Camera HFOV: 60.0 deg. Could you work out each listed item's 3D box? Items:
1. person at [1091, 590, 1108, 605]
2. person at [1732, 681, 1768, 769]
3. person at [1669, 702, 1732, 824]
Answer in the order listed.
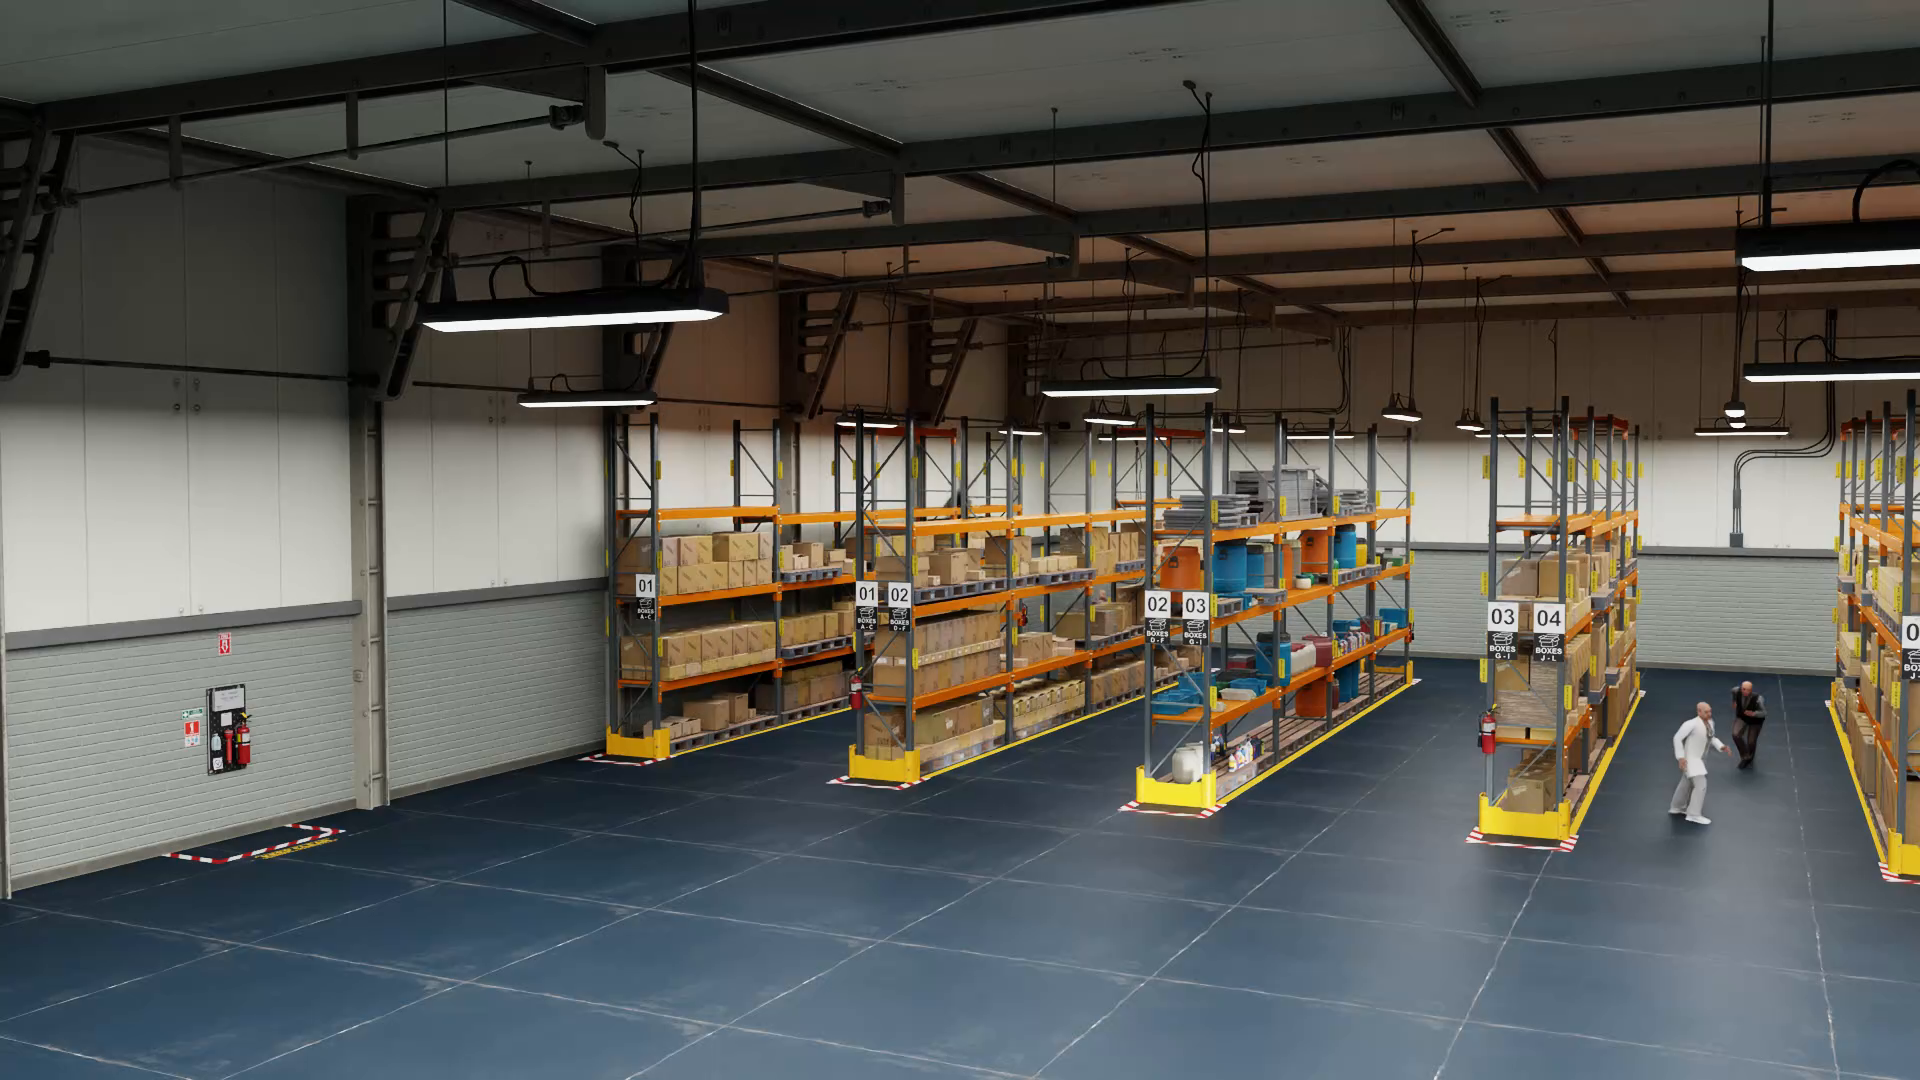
[{"bbox_3d":[3.779,2.237,44.843,0.714,1.797,0.888,-2,3,-33],"label":"person"},{"bbox_3d":[13.287,3.088,28.034,0.572,1.504,1.152,2,3,37],"label":"person"},{"bbox_3d":[10.529,3.151,23.739,0.762,1.719,0.900,-2,3,-42],"label":"person"}]
